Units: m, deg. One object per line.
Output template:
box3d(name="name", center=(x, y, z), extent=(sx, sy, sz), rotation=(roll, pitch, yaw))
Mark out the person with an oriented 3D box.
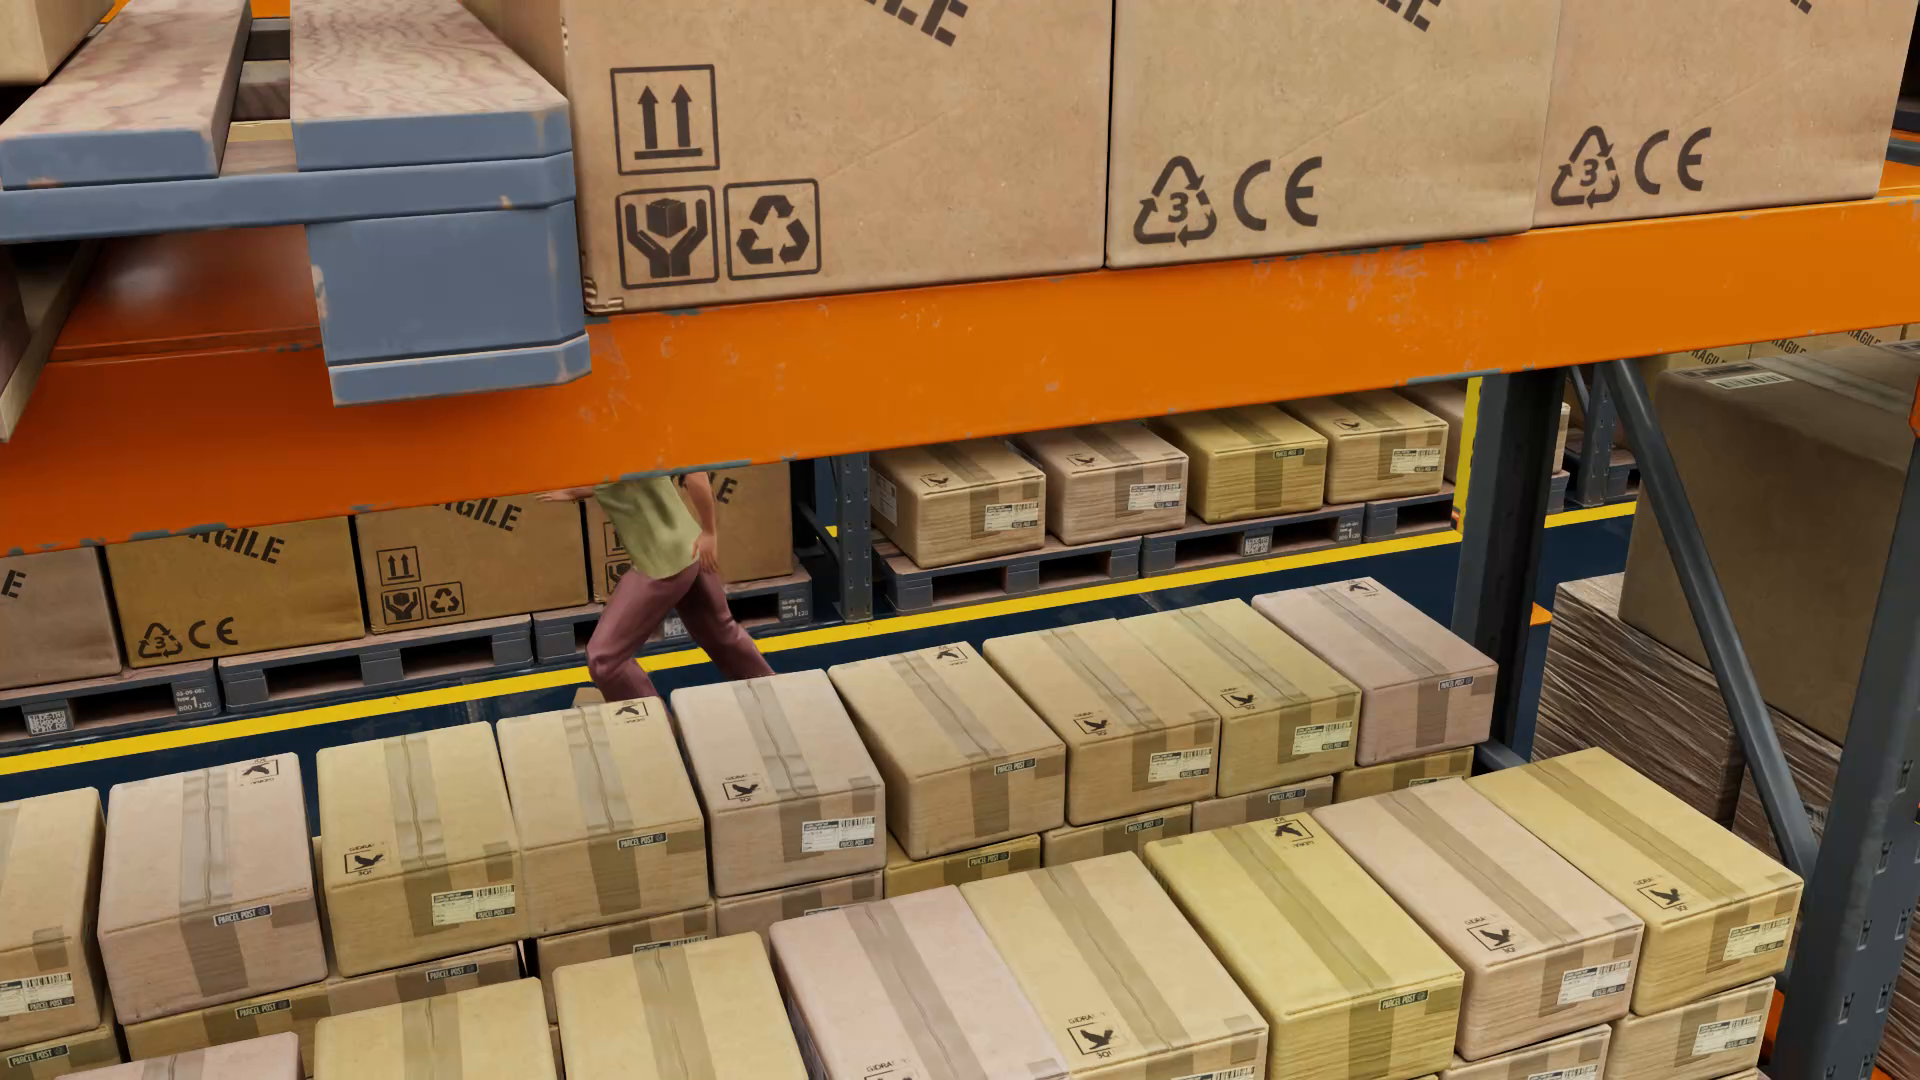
box3d(name="person", center=(-1.054, 0.090, 5.957), extent=(0.901, 1.588, 0.572), rotation=(-3, 23, -7))
